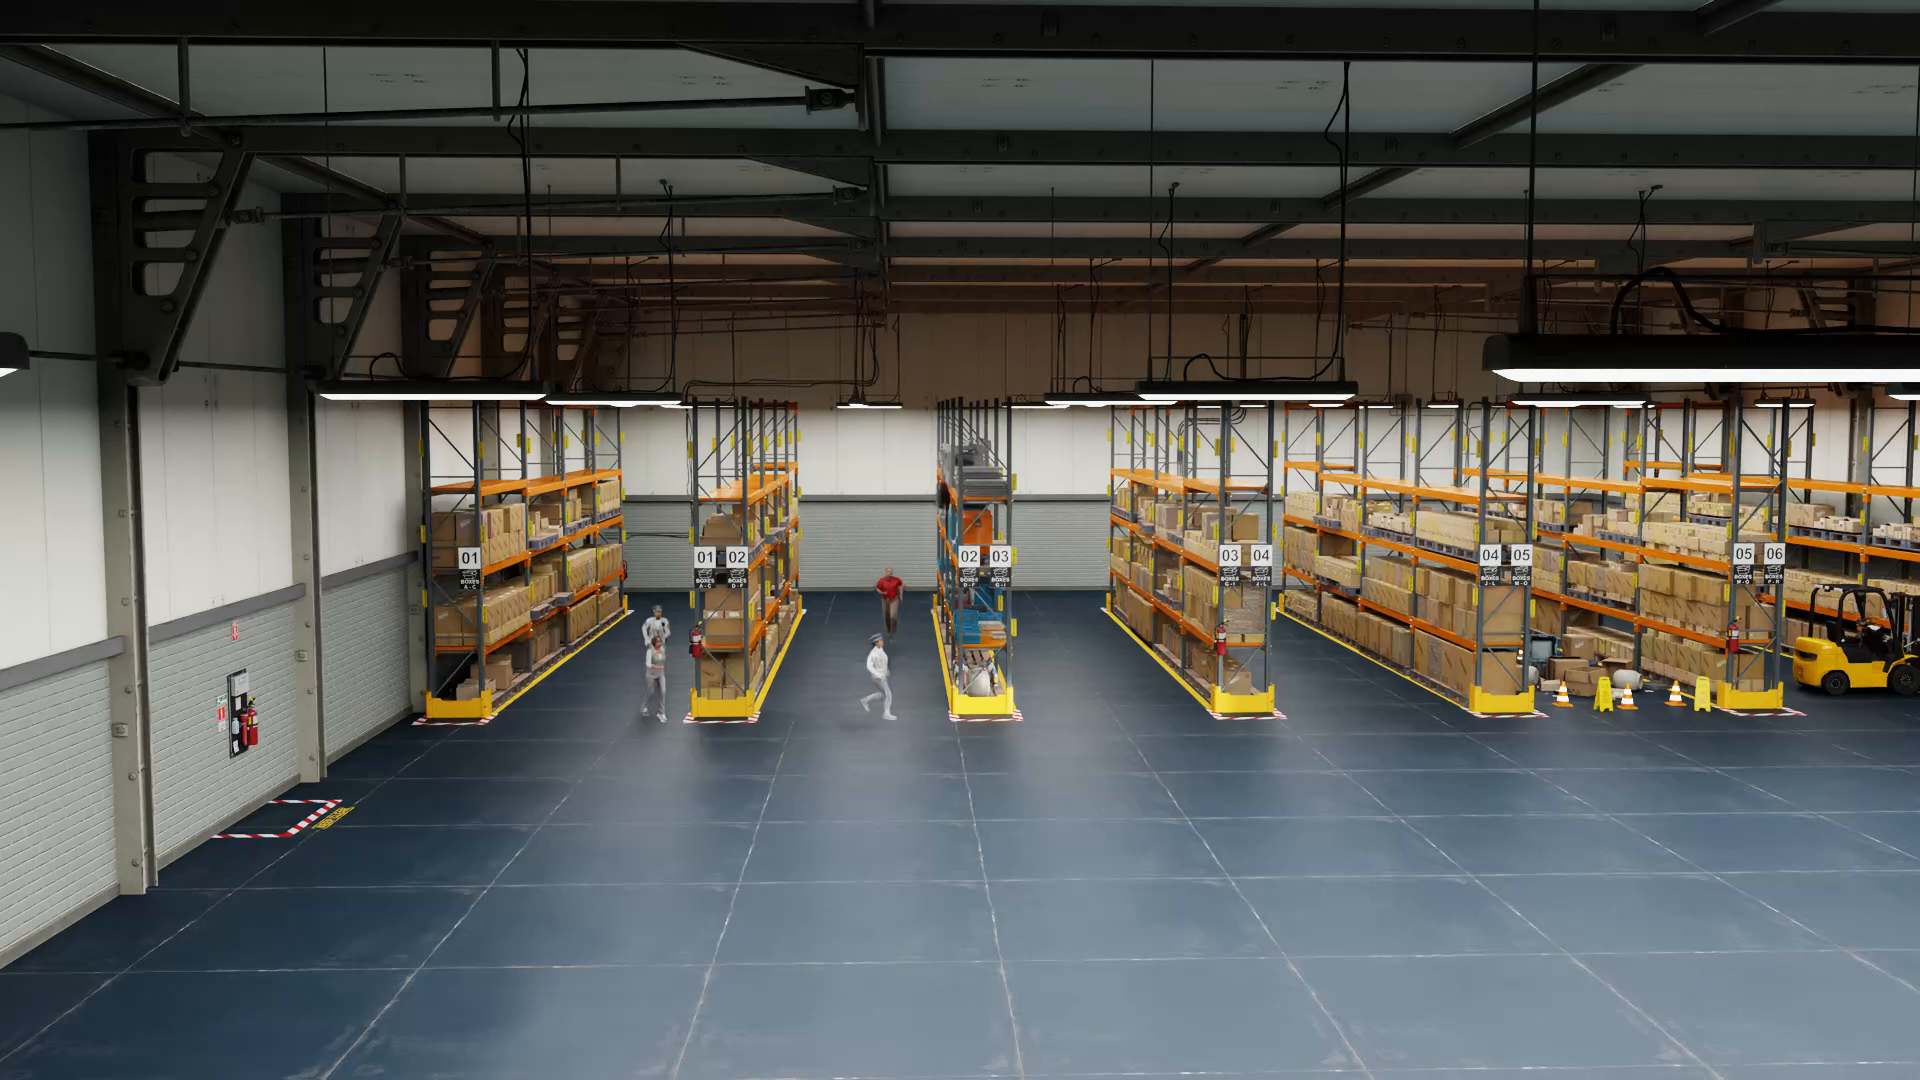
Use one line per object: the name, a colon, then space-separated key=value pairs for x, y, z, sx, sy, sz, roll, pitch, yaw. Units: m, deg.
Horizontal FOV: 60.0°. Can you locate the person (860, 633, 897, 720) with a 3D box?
person: x=-1.558 y=2.531 z=30.809 sx=0.714 sy=1.650 sz=0.616 roll=1 pitch=5 yaw=14

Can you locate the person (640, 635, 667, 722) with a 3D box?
person: x=-5.648 y=2.556 z=30.791 sx=0.491 sy=1.616 sz=0.953 roll=-4 pitch=6 yaw=-40

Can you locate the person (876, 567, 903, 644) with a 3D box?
person: x=-1.702 y=1.568 z=40.085 sx=0.623 sy=1.825 sz=0.849 roll=0 pitch=4 yaw=4

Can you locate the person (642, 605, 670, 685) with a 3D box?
person: x=-6.376 y=2.203 z=34.965 sx=0.559 sy=1.702 sz=0.796 roll=-2 pitch=5 yaw=-19
